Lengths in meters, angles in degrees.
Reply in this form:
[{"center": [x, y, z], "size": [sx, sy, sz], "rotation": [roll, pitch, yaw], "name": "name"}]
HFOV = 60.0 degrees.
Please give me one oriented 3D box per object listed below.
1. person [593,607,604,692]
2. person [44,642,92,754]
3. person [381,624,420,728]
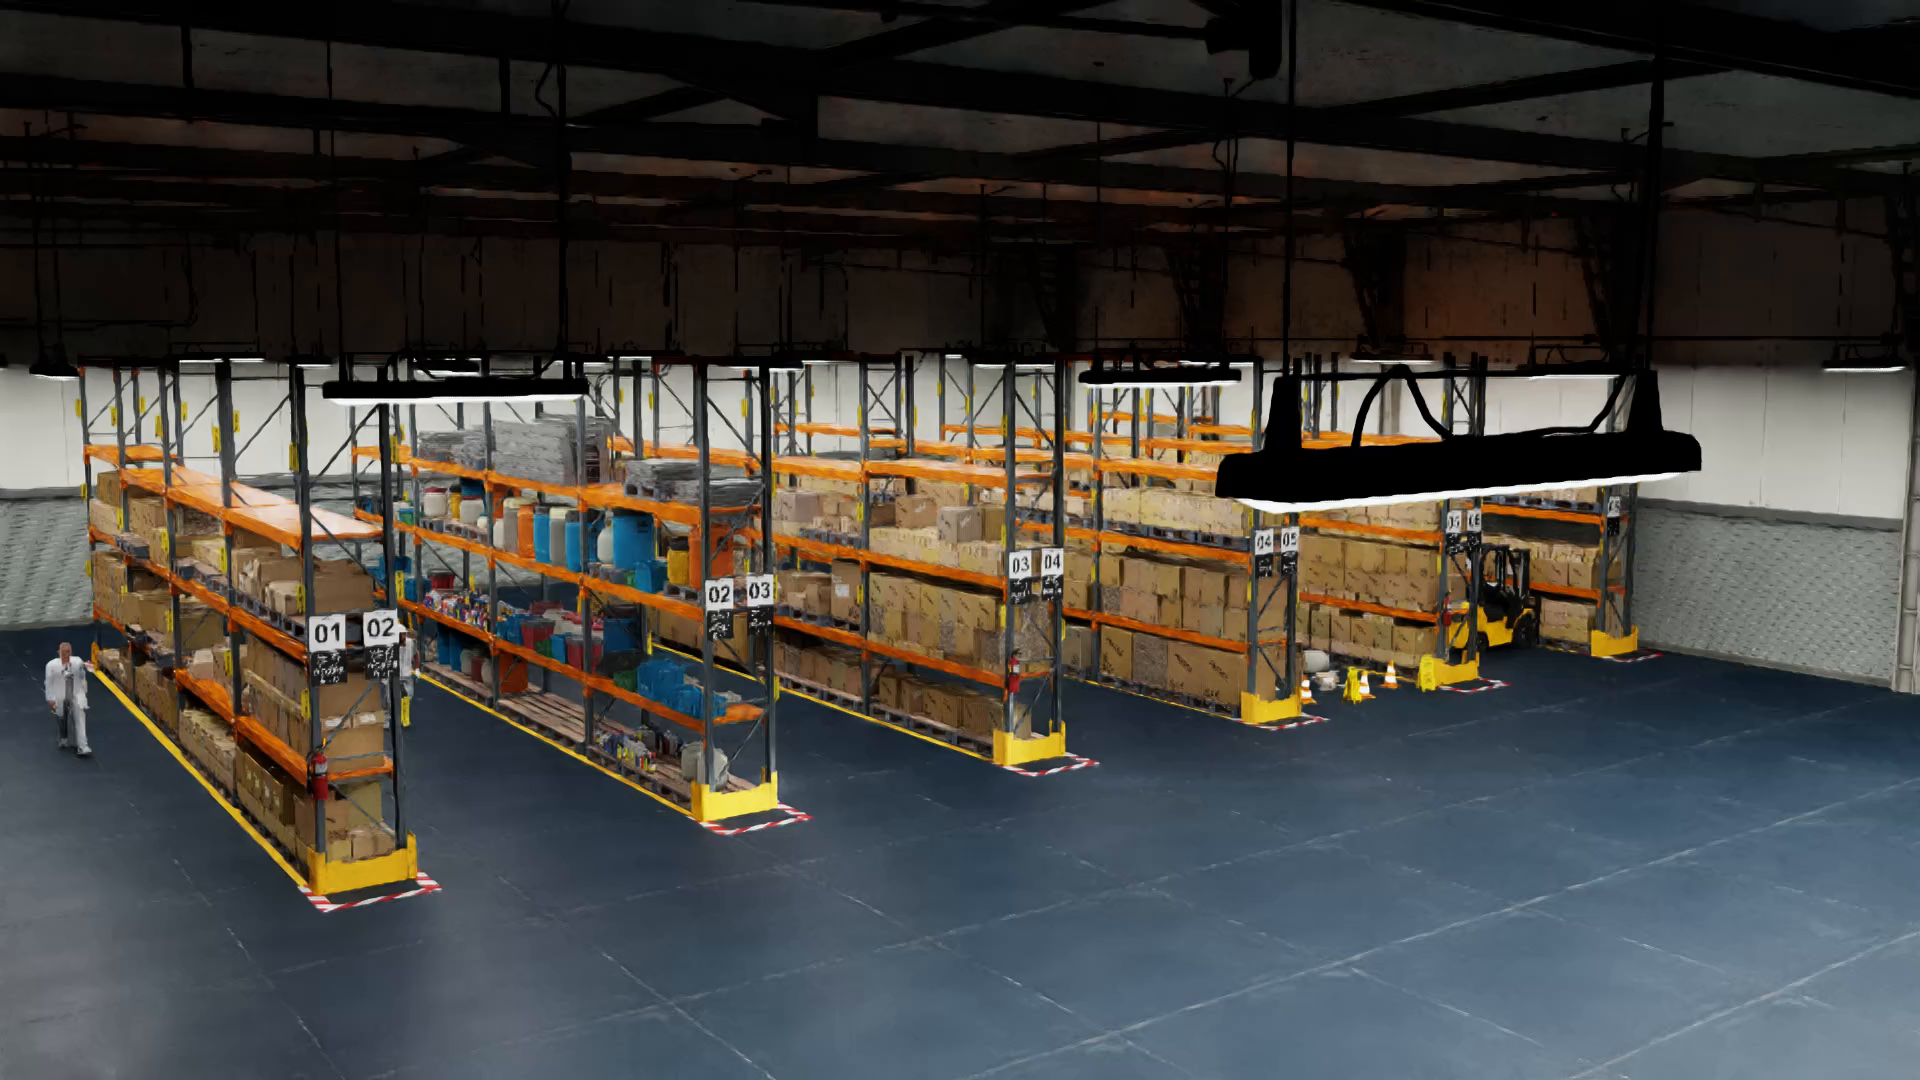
[{"center": [-6.337, 1.959, 29.532], "size": [0.478, 1.580, 0.998], "rotation": [-7, 10, -44], "name": "person"}, {"center": [-13.645, 2.393, 25.425], "size": [0.598, 1.698, 1.190], "rotation": [-5, 8, -33], "name": "person"}, {"center": [-9.126, 2.207, 27.037], "size": [0.702, 1.734, 0.549], "rotation": [-5, 9, -37], "name": "person"}]
